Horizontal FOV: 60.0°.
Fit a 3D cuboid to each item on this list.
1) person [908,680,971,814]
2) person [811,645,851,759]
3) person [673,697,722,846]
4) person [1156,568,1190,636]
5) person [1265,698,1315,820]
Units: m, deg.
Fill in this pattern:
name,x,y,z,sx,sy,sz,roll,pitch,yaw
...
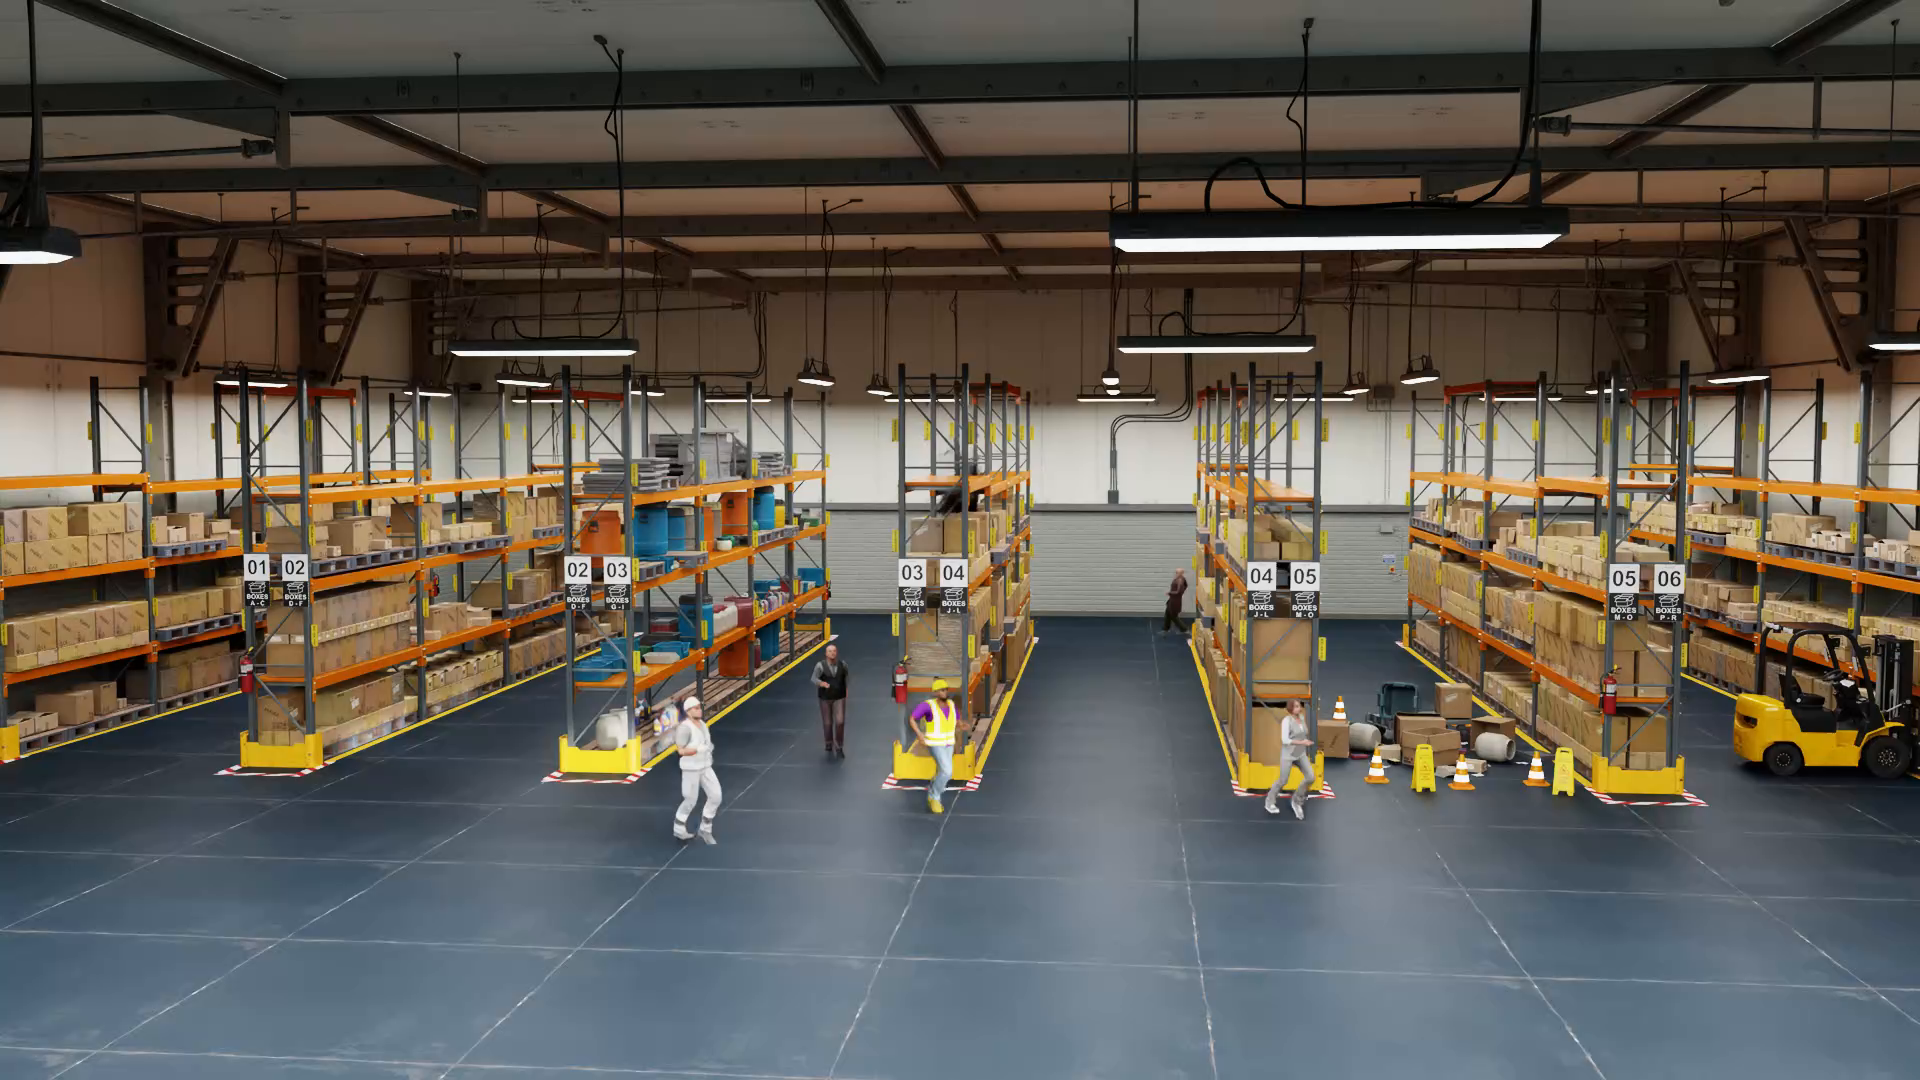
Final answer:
name,x,y,z,sx,sy,sz,roll,pitch,yaw
person,-0.229,2.725,21.945,0.704,1.776,0.686,-3,5,-43
person,-1.990,2.508,25.738,0.638,1.773,0.763,-1,4,-8
person,-3.181,2.816,20.171,0.708,1.832,0.630,2,4,33
person,5.214,1.530,40.744,0.838,1.745,0.809,1,4,10
person,4.321,2.817,21.524,0.552,1.586,0.806,-2,4,-31
